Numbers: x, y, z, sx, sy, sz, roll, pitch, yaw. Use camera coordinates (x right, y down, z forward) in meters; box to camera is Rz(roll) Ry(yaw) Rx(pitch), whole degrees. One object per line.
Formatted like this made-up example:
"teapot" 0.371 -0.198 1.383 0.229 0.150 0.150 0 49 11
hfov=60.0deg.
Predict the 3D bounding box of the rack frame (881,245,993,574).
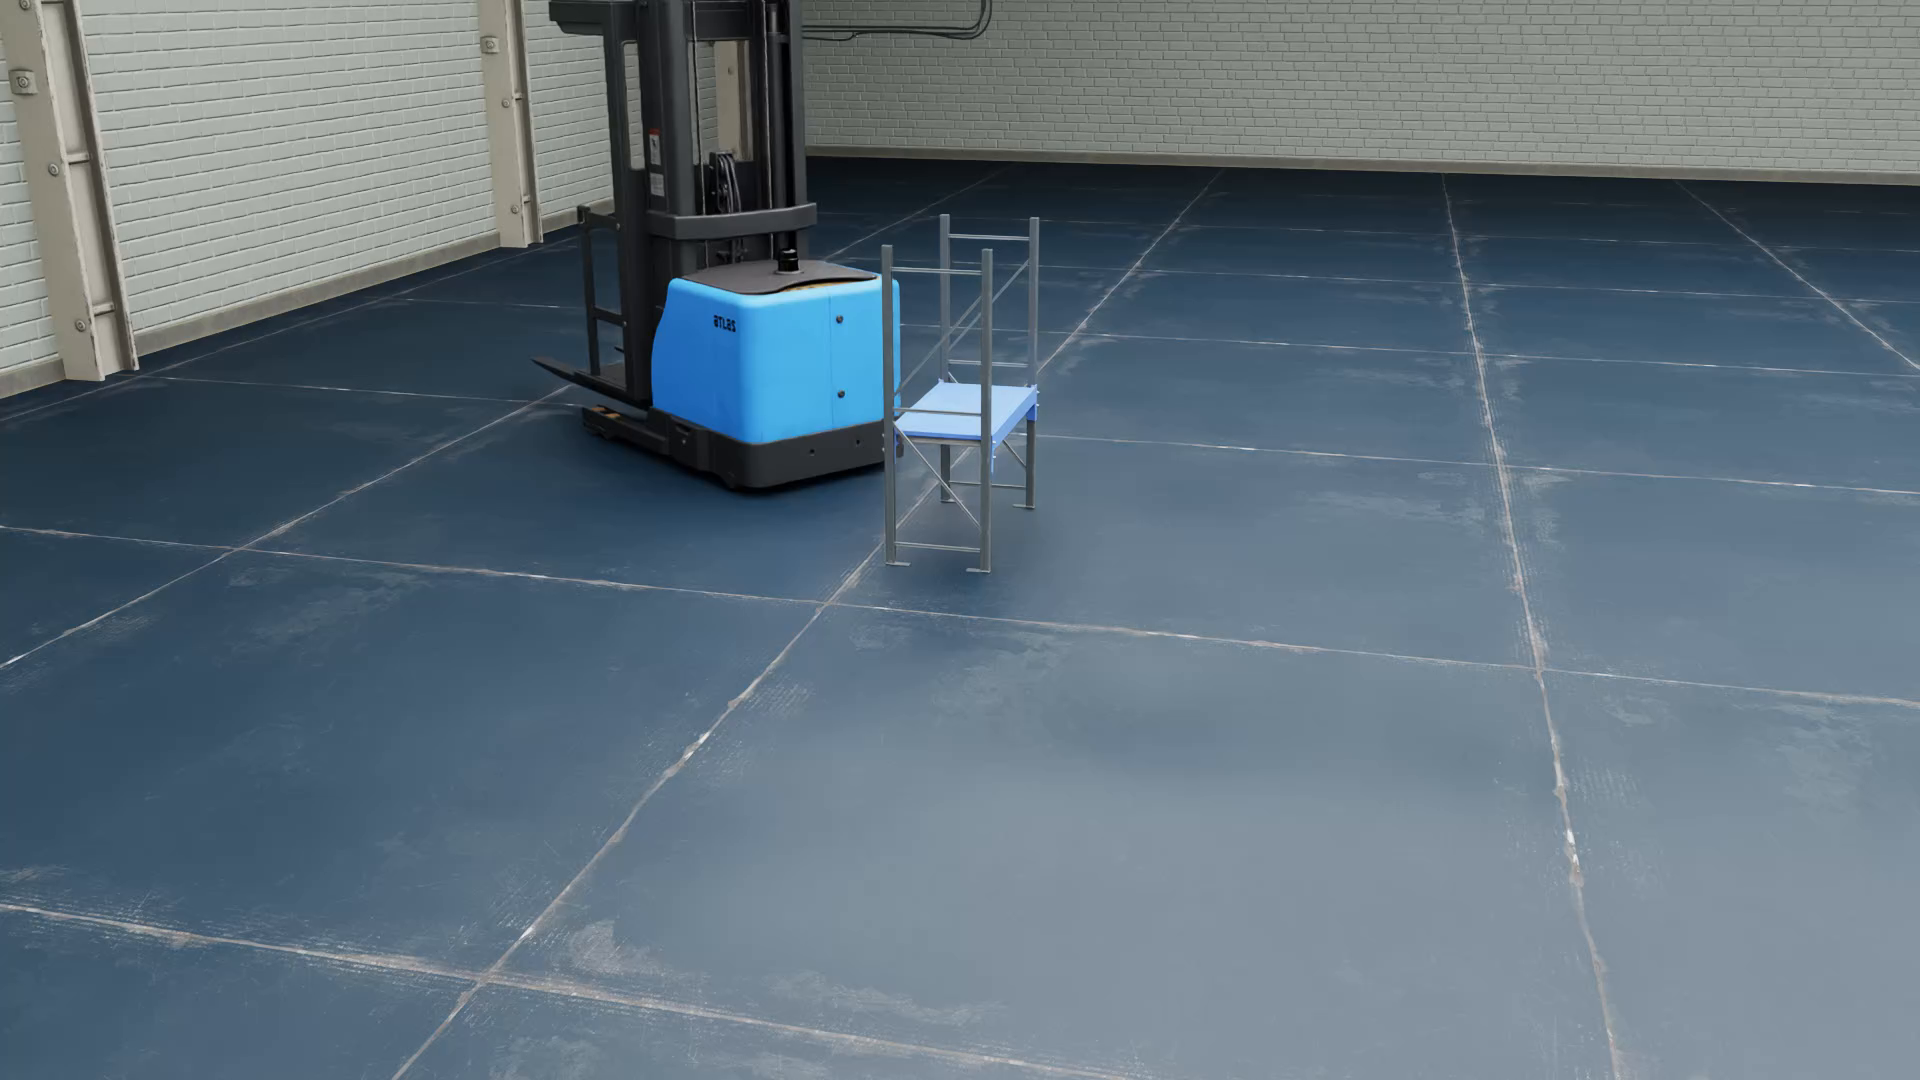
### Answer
"rack frame" -0.103 -0.577 7.557 0.500 1.500 0.032 5 19 13

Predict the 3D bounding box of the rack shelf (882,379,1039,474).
"rack shelf" 0.021 -0.566 8.082 0.538 0.185 1.000 5 19 13

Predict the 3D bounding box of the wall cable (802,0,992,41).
"wall cable" -1.044 -8.527 24.035 3.097 2.526 0.112 5 19 13

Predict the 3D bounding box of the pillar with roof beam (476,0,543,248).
"pillar with roof beam" -0.338 -6.957 14.635 9.100 9.000 0.400 5 19 13

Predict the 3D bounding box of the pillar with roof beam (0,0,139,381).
"pillar with roof beam" -1.804 -5.077 9.129 9.100 9.000 0.400 5 19 13

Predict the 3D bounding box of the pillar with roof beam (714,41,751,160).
"pillar with roof beam" 1.128 -8.838 20.141 9.100 9.000 0.400 5 19 13

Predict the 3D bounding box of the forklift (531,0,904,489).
"forklift" -1.632 -2.068 9.707 1.130 2.935 3.031 -15 24 -37

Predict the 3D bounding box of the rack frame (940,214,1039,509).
"rack frame" 0.145 -0.896 8.490 0.500 1.500 0.032 5 19 13

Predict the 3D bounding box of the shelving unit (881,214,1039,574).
"shelving unit" 0.021 -0.736 8.023 0.538 1.500 1.048 5 19 13
